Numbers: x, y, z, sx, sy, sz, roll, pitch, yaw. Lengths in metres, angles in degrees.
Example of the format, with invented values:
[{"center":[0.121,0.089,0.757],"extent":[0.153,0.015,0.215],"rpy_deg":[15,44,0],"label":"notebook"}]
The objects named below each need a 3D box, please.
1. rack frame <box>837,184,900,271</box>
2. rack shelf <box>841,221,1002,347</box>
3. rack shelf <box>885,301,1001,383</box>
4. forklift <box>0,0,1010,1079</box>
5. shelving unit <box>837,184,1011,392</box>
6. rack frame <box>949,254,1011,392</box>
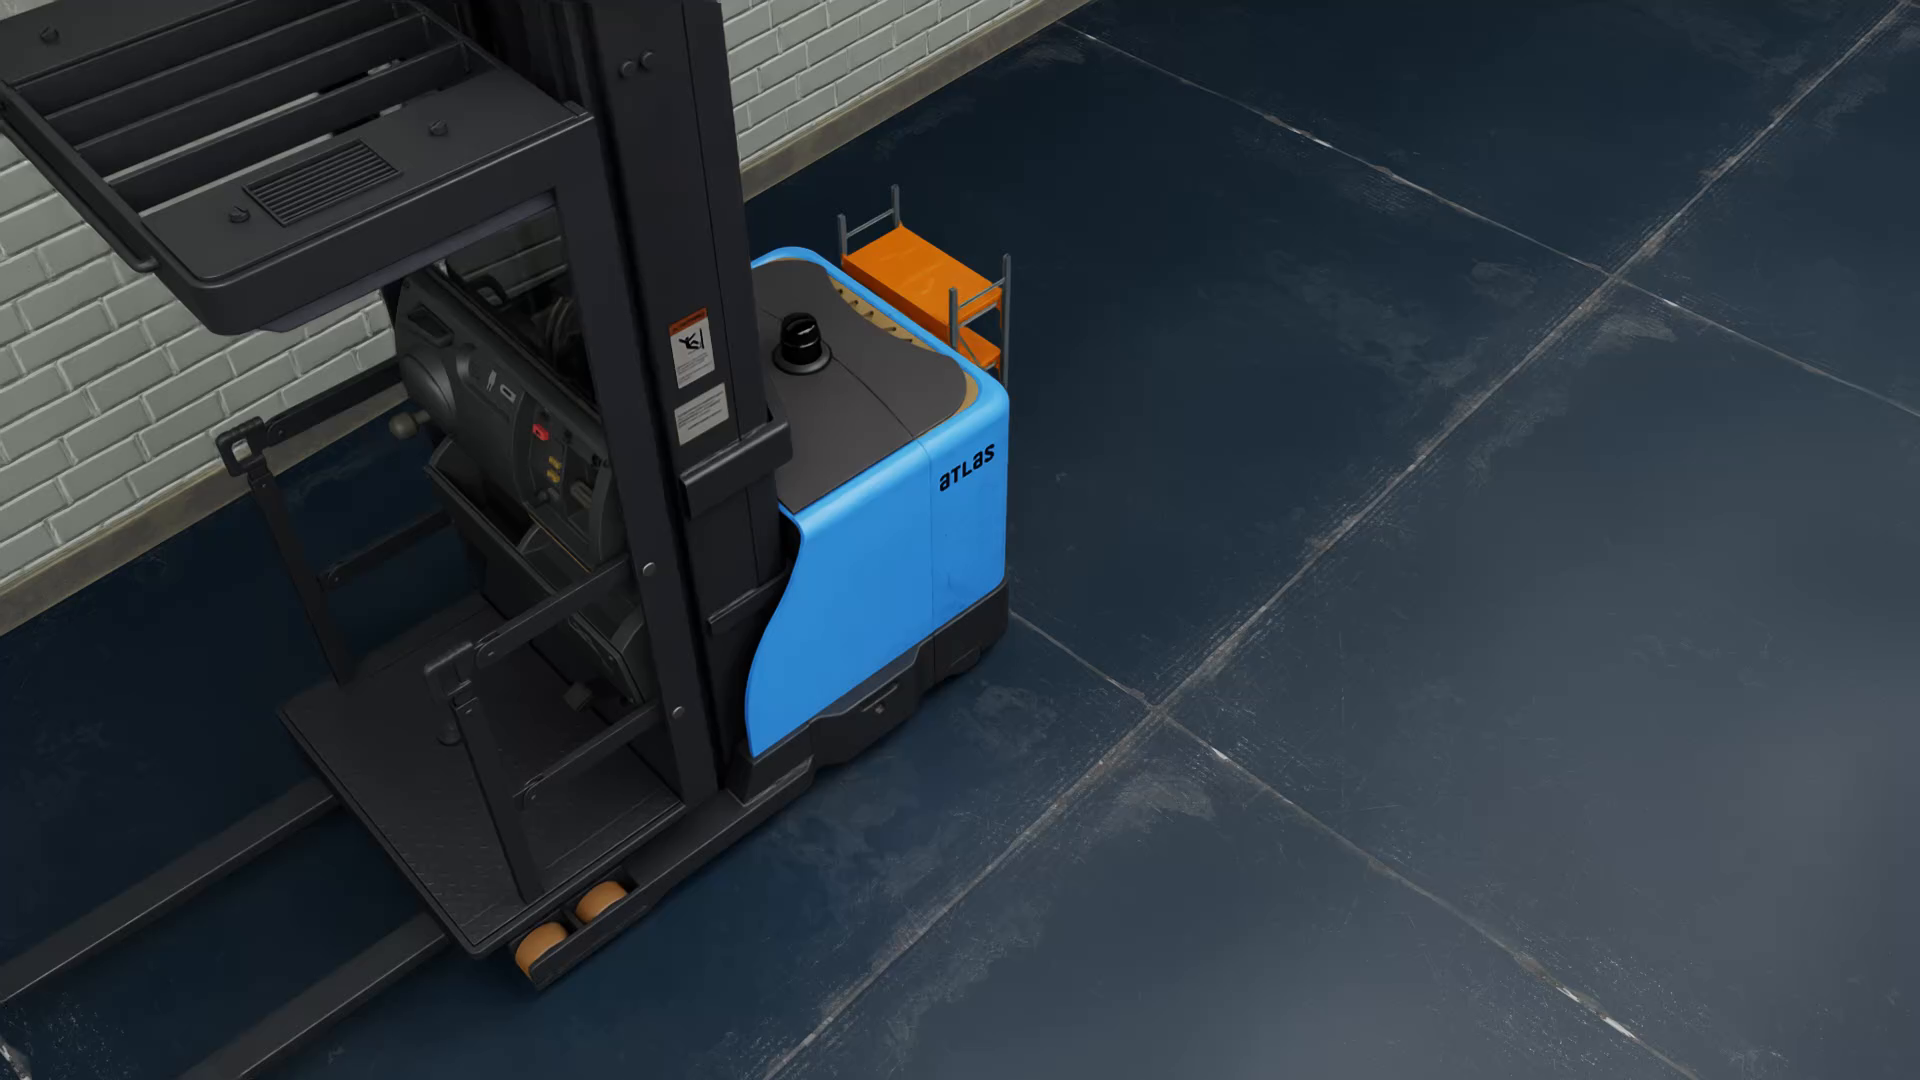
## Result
[{"center":[-0.280,-0.625,5.513],"extent":[0.240,1.200,0.015],"rpy_deg":[-35,56,-28],"label":"rack frame"},{"center":[-0.110,-0.766,5.107],"extent":[0.258,0.148,0.480],"rpy_deg":[-35,56,-28],"label":"rack shelf"},{"center":[-0.110,-0.604,5.279],"extent":[0.258,0.148,0.480],"rpy_deg":[-35,56,-28],"label":"rack shelf"},{"center":[-1.268,-0.217,3.943],"extent":[3.031,2.935,1.130],"rpy_deg":[-34,55,-28],"label":"forklift"},{"center":[-0.110,-0.497,5.393],"extent":[0.258,1.200,0.503],"rpy_deg":[-35,56,-28],"label":"shelving unit"},{"center":[0.059,-0.369,5.273],"extent":[0.240,1.200,0.015],"rpy_deg":[-35,56,-28],"label":"rack frame"}]
